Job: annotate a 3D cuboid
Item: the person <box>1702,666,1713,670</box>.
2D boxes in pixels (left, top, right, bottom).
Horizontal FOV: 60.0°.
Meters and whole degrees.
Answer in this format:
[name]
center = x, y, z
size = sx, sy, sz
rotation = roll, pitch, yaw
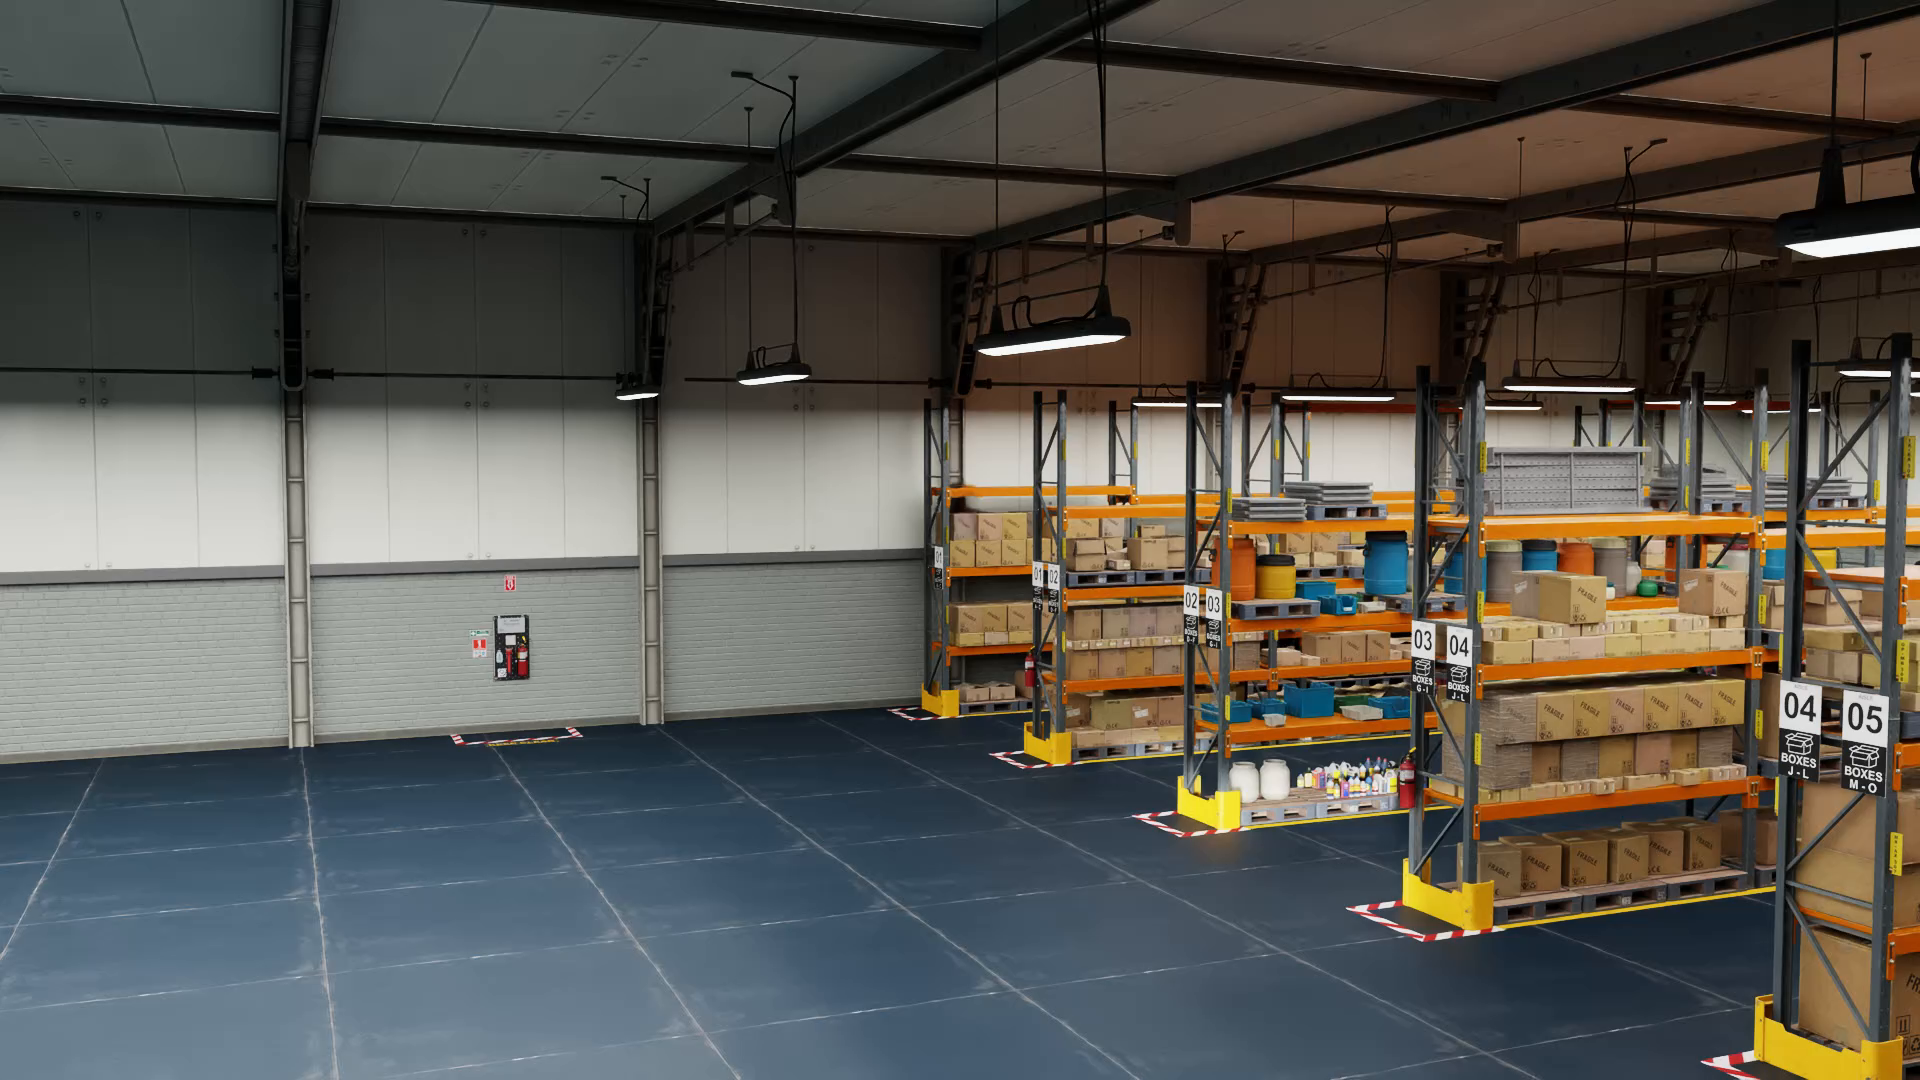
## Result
[person]
center = 15.799, 2.299, 34.846
size = 0.988, 1.623, 0.538
rotation = 2, 4, 32
